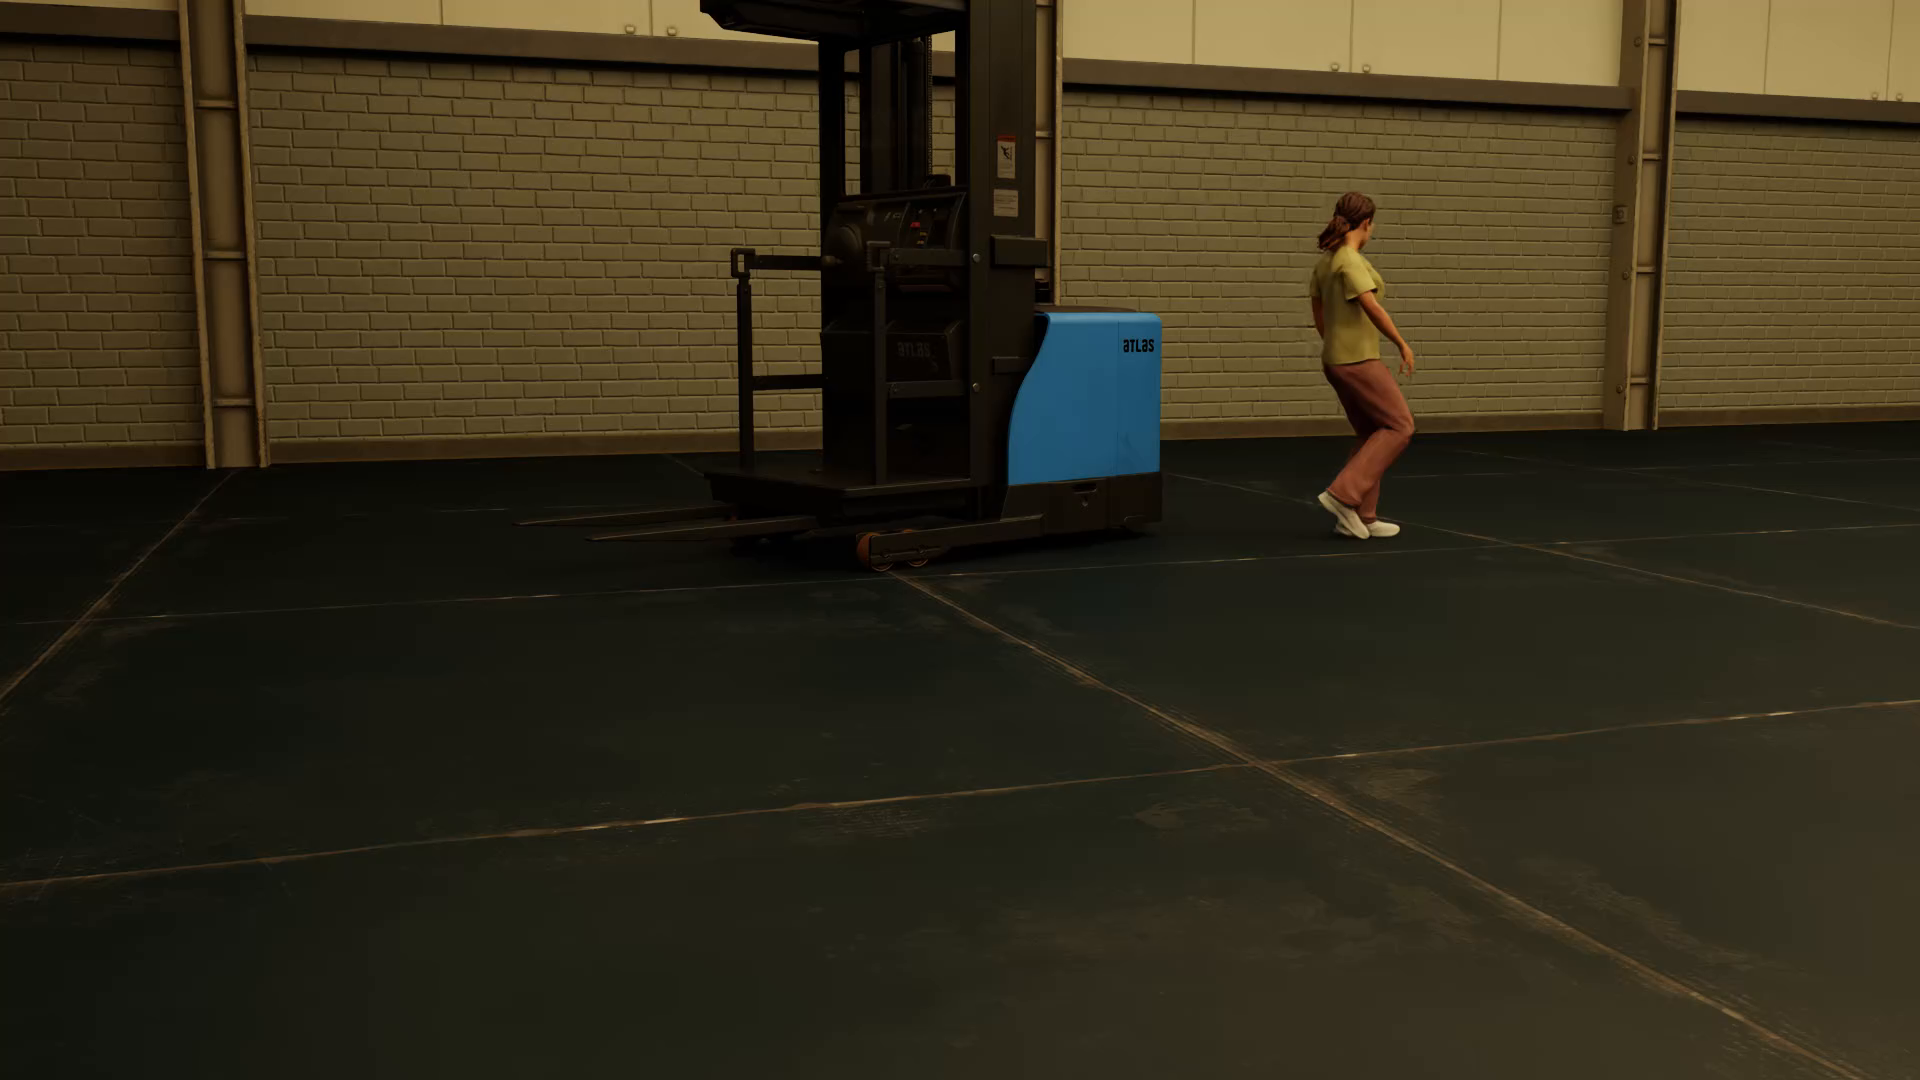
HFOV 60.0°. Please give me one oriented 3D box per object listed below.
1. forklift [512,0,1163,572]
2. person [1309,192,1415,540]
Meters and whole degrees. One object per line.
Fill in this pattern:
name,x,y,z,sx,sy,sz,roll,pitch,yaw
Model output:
forklift,-0.461,-1.399,7.333,3.031,2.935,1.130,-7,10,-40
person,1.919,-0.838,8.006,0.463,1.644,0.692,0,8,1
